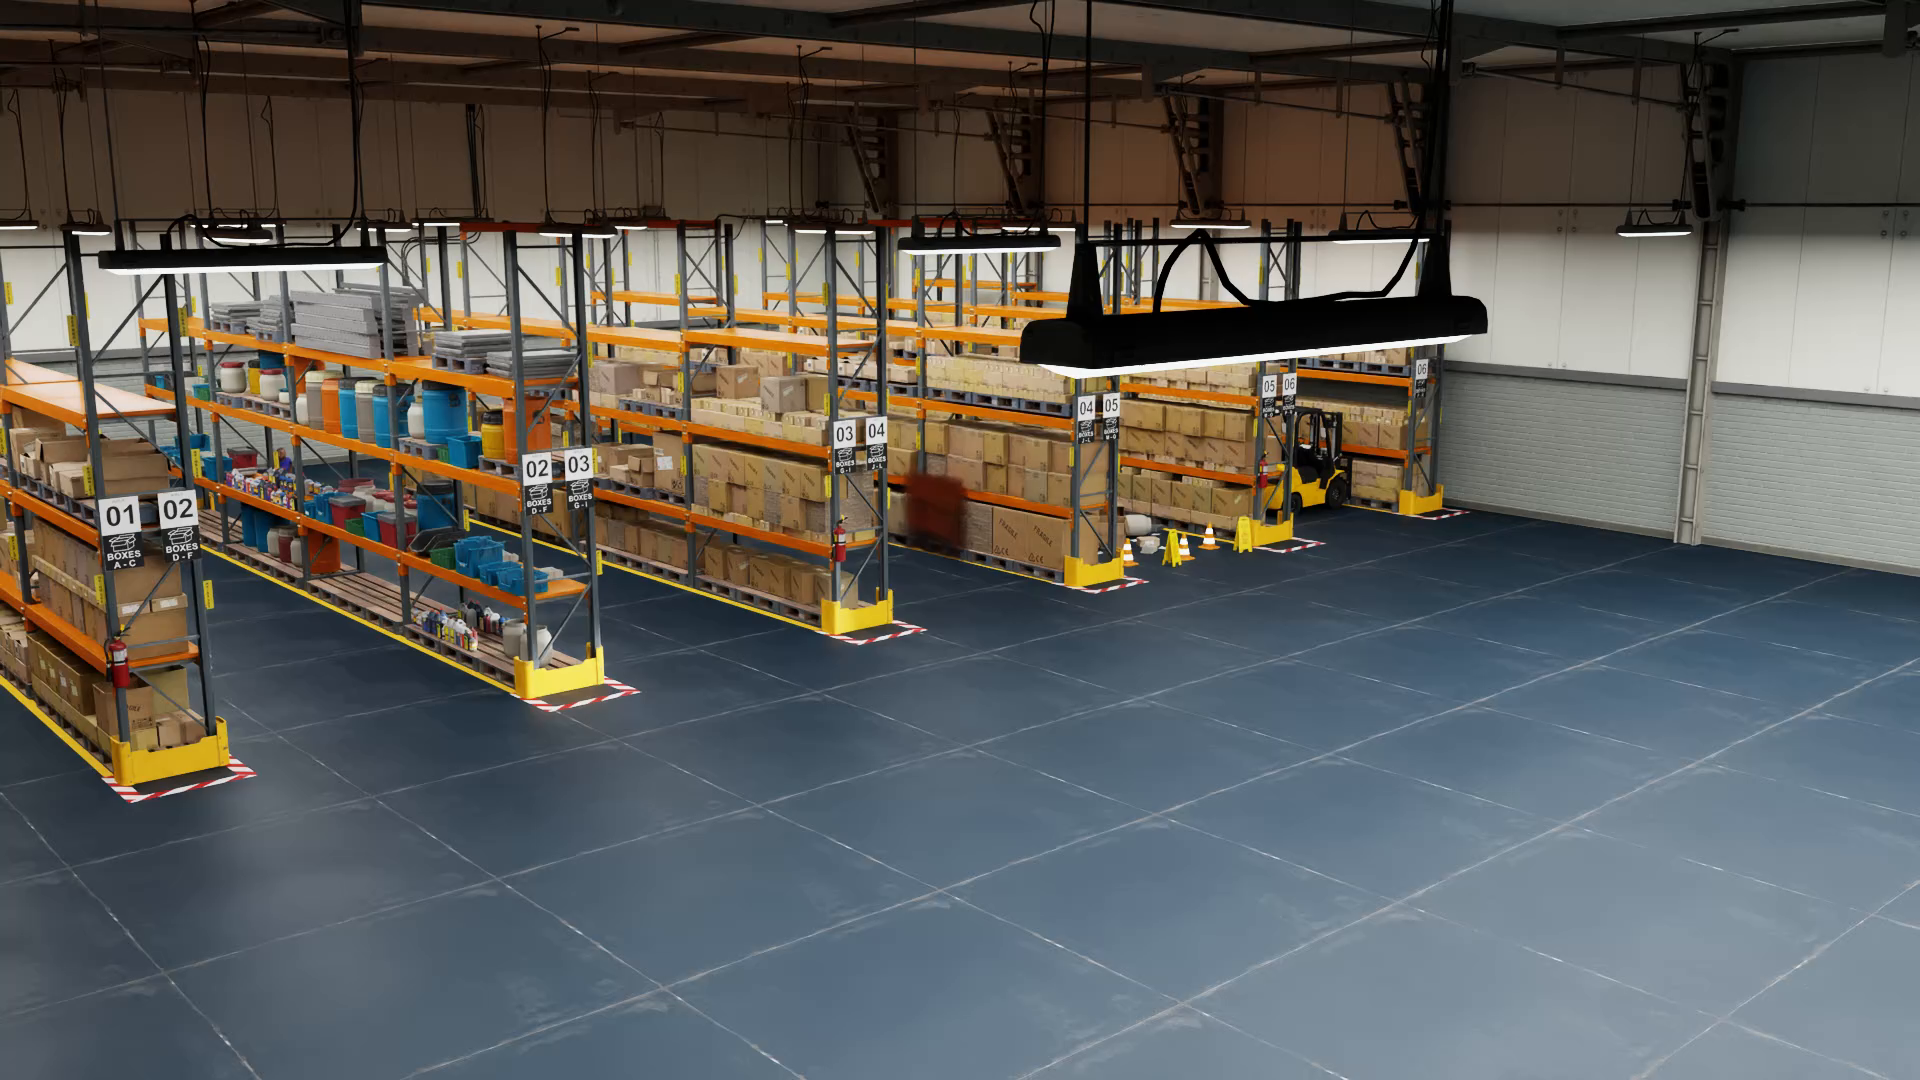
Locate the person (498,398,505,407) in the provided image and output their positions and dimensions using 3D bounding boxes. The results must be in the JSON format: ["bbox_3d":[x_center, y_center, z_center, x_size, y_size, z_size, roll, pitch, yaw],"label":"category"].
[{"bbox_3d":[-11.397,-2.839,41.717,0.662,1.676,0.682,-7,13,-30],"label":"person"}]

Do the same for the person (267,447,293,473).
[{"bbox_3d":[-13.671,-1.110,33.468,0.559,1.548,0.729,-7,13,-32],"label":"person"}]
